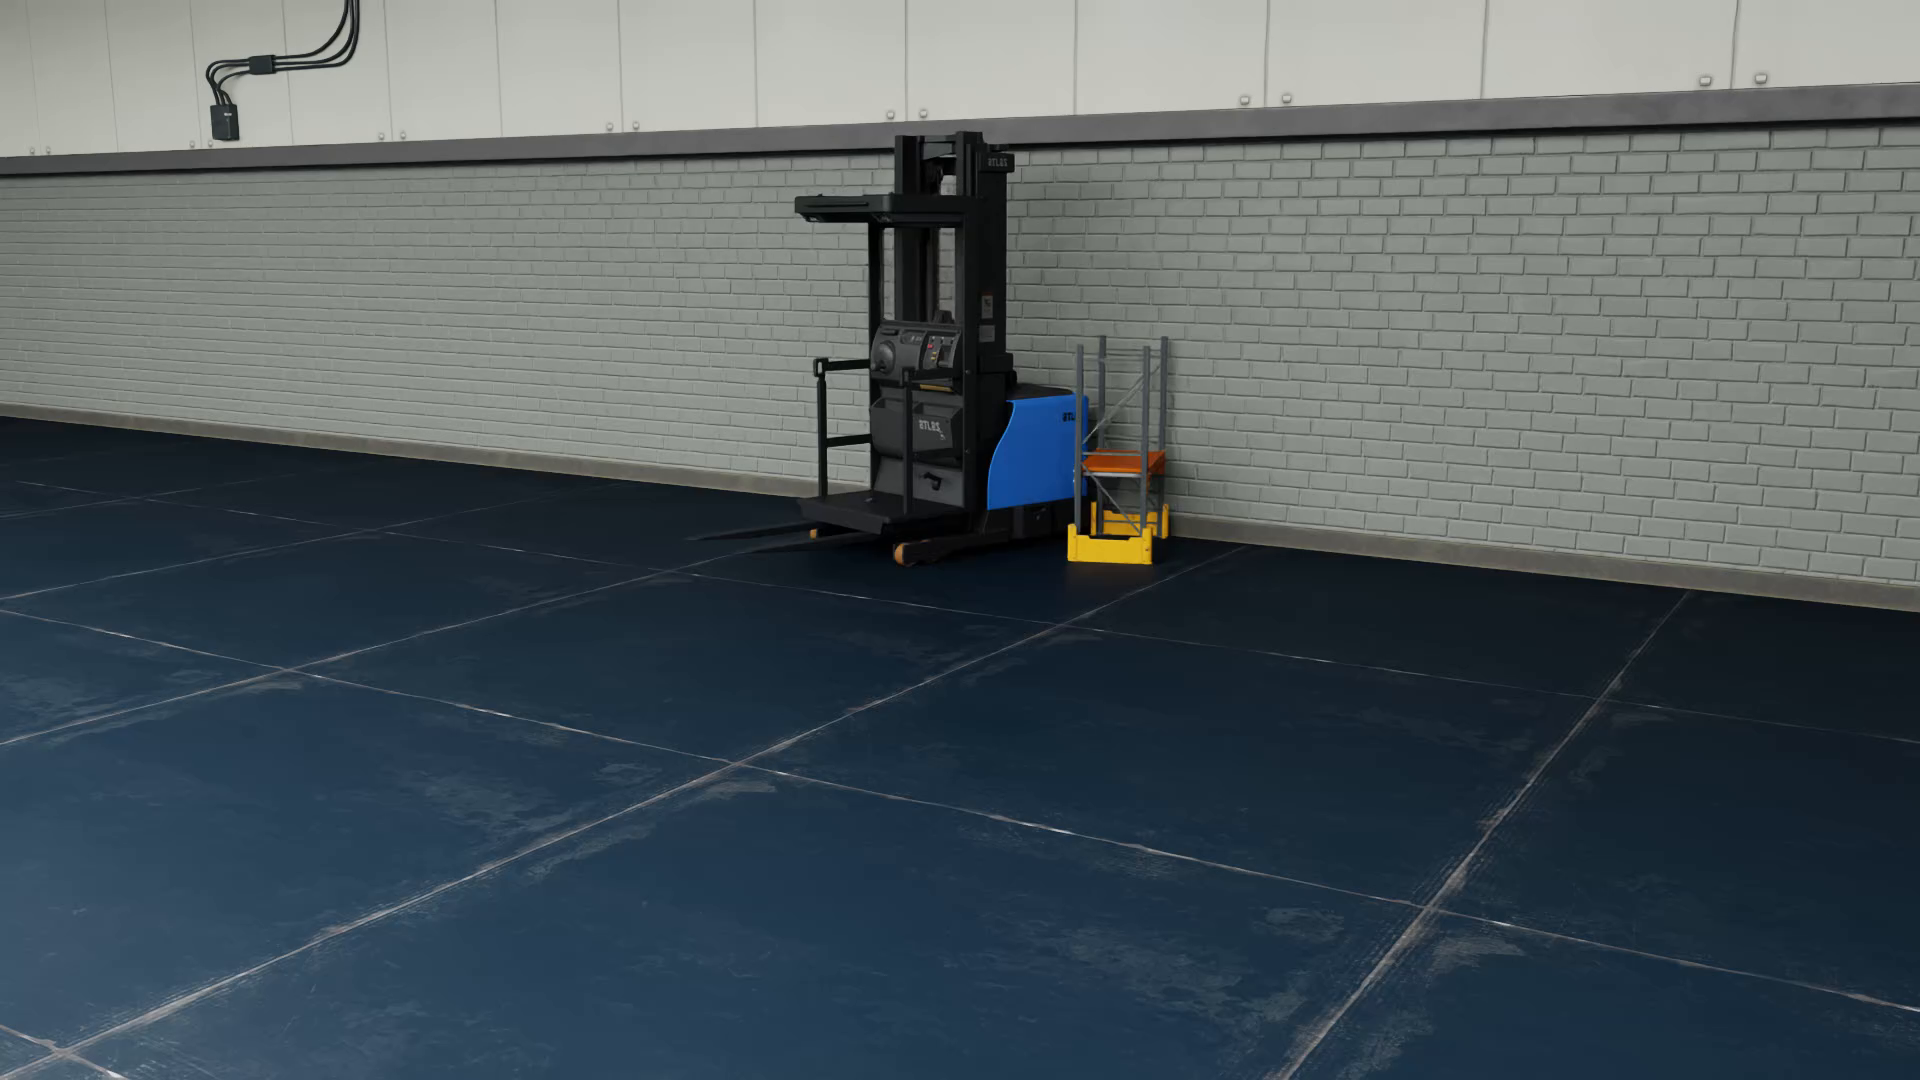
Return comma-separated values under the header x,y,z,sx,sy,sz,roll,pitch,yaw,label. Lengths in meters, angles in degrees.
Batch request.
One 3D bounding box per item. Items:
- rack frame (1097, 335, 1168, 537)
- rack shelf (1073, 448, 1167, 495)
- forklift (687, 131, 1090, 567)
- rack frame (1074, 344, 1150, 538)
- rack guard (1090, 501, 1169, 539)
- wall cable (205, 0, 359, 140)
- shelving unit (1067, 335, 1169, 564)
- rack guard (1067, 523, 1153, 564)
x,y,z,sx,sy,sz,roll,pitch,yaw,label
1.280,-0.770,12.409,0.500,1.500,0.032,3,11,13,rack frame
1.161,-0.503,11.956,0.538,0.185,1.000,3,11,13,rack shelf
-0.474,-1.366,11.701,3.031,2.935,1.130,-9,14,-40,forklift
1.042,-0.589,11.437,0.500,1.500,0.032,3,11,13,rack frame
1.276,-0.153,12.505,0.587,0.250,0.087,3,11,13,rack guard
-6.867,-7.063,16.398,2.305,6.003,0.169,6,12,31,wall cable
1.159,-0.678,11.914,0.587,1.500,1.083,3,11,13,shelving unit
1.042,0.025,11.553,0.587,0.250,0.087,3,11,13,rack guard
